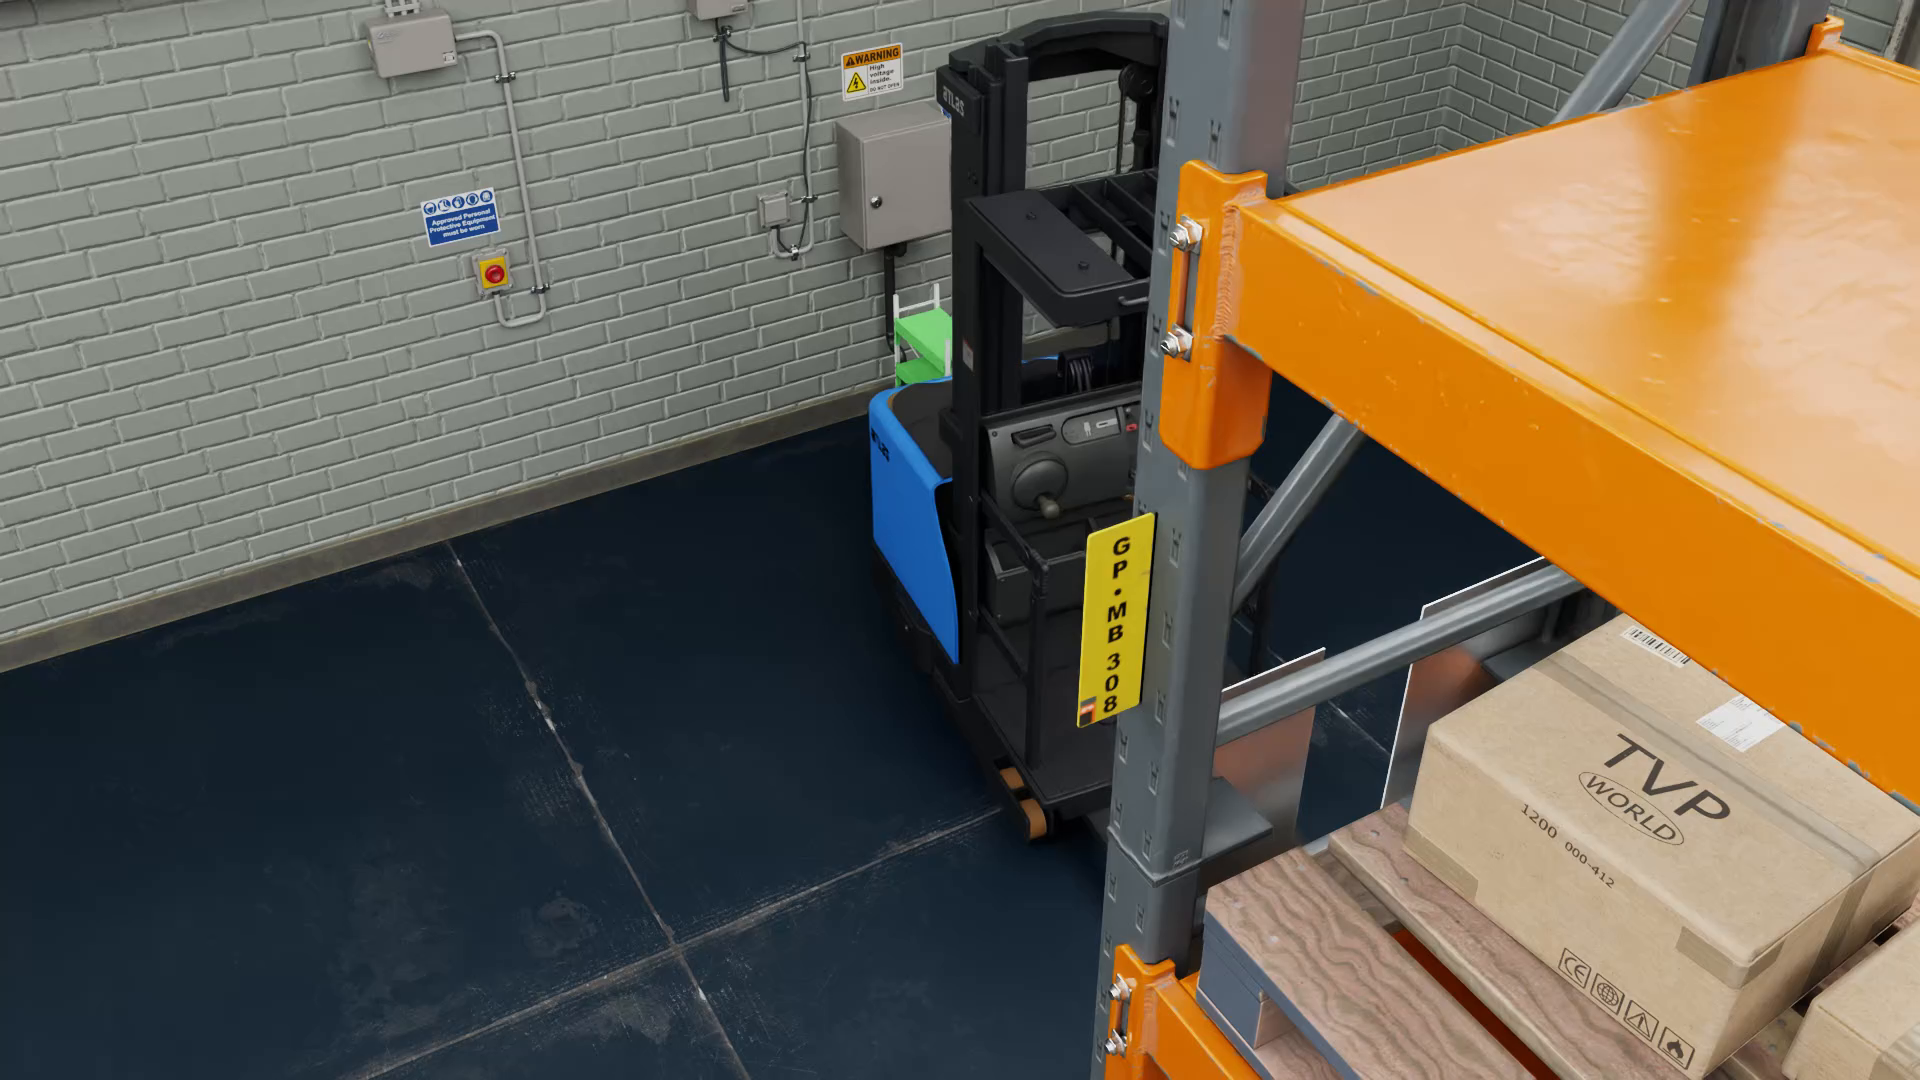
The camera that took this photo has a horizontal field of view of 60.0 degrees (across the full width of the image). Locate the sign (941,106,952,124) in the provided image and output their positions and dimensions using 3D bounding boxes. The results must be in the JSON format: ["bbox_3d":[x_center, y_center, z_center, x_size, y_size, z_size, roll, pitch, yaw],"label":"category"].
[{"bbox_3d":[0.047,-2.084,8.641,0.329,0.494,0.001,-19,40,-24],"label":"sign"}]

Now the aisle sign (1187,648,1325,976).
[{"bbox_3d":[0.401,0.546,2.756,0.394,0.787,0.004,-19,40,-24],"label":"aisle sign"}]

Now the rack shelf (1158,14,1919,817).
[{"bbox_3d":[1.692,0.596,0.754,1.077,0.370,4.000,-19,40,-24],"label":"rack shelf"}]

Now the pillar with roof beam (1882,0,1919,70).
[{"bbox_3d":[0.680,-2.716,4.339,9.100,9.000,0.400,-19,40,-24],"label":"pillar with roof beam"}]

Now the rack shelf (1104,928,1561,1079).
[{"bbox_3d":[1.692,1.645,1.521,1.077,0.370,4.000,-19,40,-24],"label":"rack shelf"}]

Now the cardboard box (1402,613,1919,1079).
[{"bbox_3d":[0.991,0.388,2.318,0.500,0.250,0.500,-23,42,-28],"label":"cardboard box"}]

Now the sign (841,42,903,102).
[{"bbox_3d":[-0.428,-2.293,8.146,0.339,0.242,0.001,-19,40,-24],"label":"sign"}]

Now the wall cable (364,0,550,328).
[{"bbox_3d":[-2.166,-1.745,7.209,0.585,1.953,0.123,-19,40,-24],"label":"wall cable"}]

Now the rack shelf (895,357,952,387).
[{"bbox_3d":[-0.083,-0.711,7.908,0.258,0.148,0.480,-19,40,-24],"label":"rack shelf"}]

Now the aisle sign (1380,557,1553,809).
[{"bbox_3d":[0.919,0.368,2.999,0.394,0.787,0.004,-19,40,-24],"label":"aisle sign"}]

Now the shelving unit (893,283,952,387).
[{"bbox_3d":[-0.083,-0.569,8.012,0.258,1.200,0.503,-19,40,-24],"label":"shelving unit"}]

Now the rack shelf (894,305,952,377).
[{"bbox_3d":[-0.083,-0.905,7.766,0.258,0.148,0.480,-19,40,-24],"label":"rack shelf"}]

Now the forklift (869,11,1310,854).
[{"bbox_3d":[0.628,-0.280,6.148,1.130,2.935,3.031,-14,38,-19],"label":"forklift"}]

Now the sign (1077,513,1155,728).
[{"bbox_3d":[0.205,0.111,2.203,0.100,0.325,0.005,-19,40,-24],"label":"sign"}]

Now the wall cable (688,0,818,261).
[{"bbox_3d":[-0.945,-2.159,7.801,0.588,1.984,0.122,-19,40,-24],"label":"wall cable"}]

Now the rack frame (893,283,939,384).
[{"bbox_3d":[-0.206,-0.693,8.182,0.240,1.200,0.015,-19,40,-24],"label":"rack frame"}]

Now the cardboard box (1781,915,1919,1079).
[{"bbox_3d":[1.271,0.619,2.088,0.380,0.149,0.250,-22,42,-27],"label":"cardboard box"}]

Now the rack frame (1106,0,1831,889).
[{"bbox_3d":[0.688,-0.876,1.820,1.000,3.000,0.127,-19,40,-24],"label":"rack frame"}]

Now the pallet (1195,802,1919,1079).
[{"bbox_3d":[1.069,0.746,2.217,1.003,0.211,1.213,-19,40,-24],"label":"pallet"}]

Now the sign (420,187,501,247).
[{"bbox_3d":[-2.238,-1.448,7.461,0.327,0.218,0.001,-19,40,-24],"label":"sign"}]

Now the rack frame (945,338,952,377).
[{"bbox_3d":[0.039,-0.445,7.841,0.240,1.200,0.015,-19,40,-24],"label":"rack frame"}]

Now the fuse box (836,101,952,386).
[{"bbox_3d":[-0.276,-1.350,8.648,0.539,1.711,0.414,-19,40,-24],"label":"fuse box"}]

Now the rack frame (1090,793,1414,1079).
[{"bbox_3d":[0.688,1.546,3.590,1.000,3.000,0.127,-19,40,-24],"label":"rack frame"}]
